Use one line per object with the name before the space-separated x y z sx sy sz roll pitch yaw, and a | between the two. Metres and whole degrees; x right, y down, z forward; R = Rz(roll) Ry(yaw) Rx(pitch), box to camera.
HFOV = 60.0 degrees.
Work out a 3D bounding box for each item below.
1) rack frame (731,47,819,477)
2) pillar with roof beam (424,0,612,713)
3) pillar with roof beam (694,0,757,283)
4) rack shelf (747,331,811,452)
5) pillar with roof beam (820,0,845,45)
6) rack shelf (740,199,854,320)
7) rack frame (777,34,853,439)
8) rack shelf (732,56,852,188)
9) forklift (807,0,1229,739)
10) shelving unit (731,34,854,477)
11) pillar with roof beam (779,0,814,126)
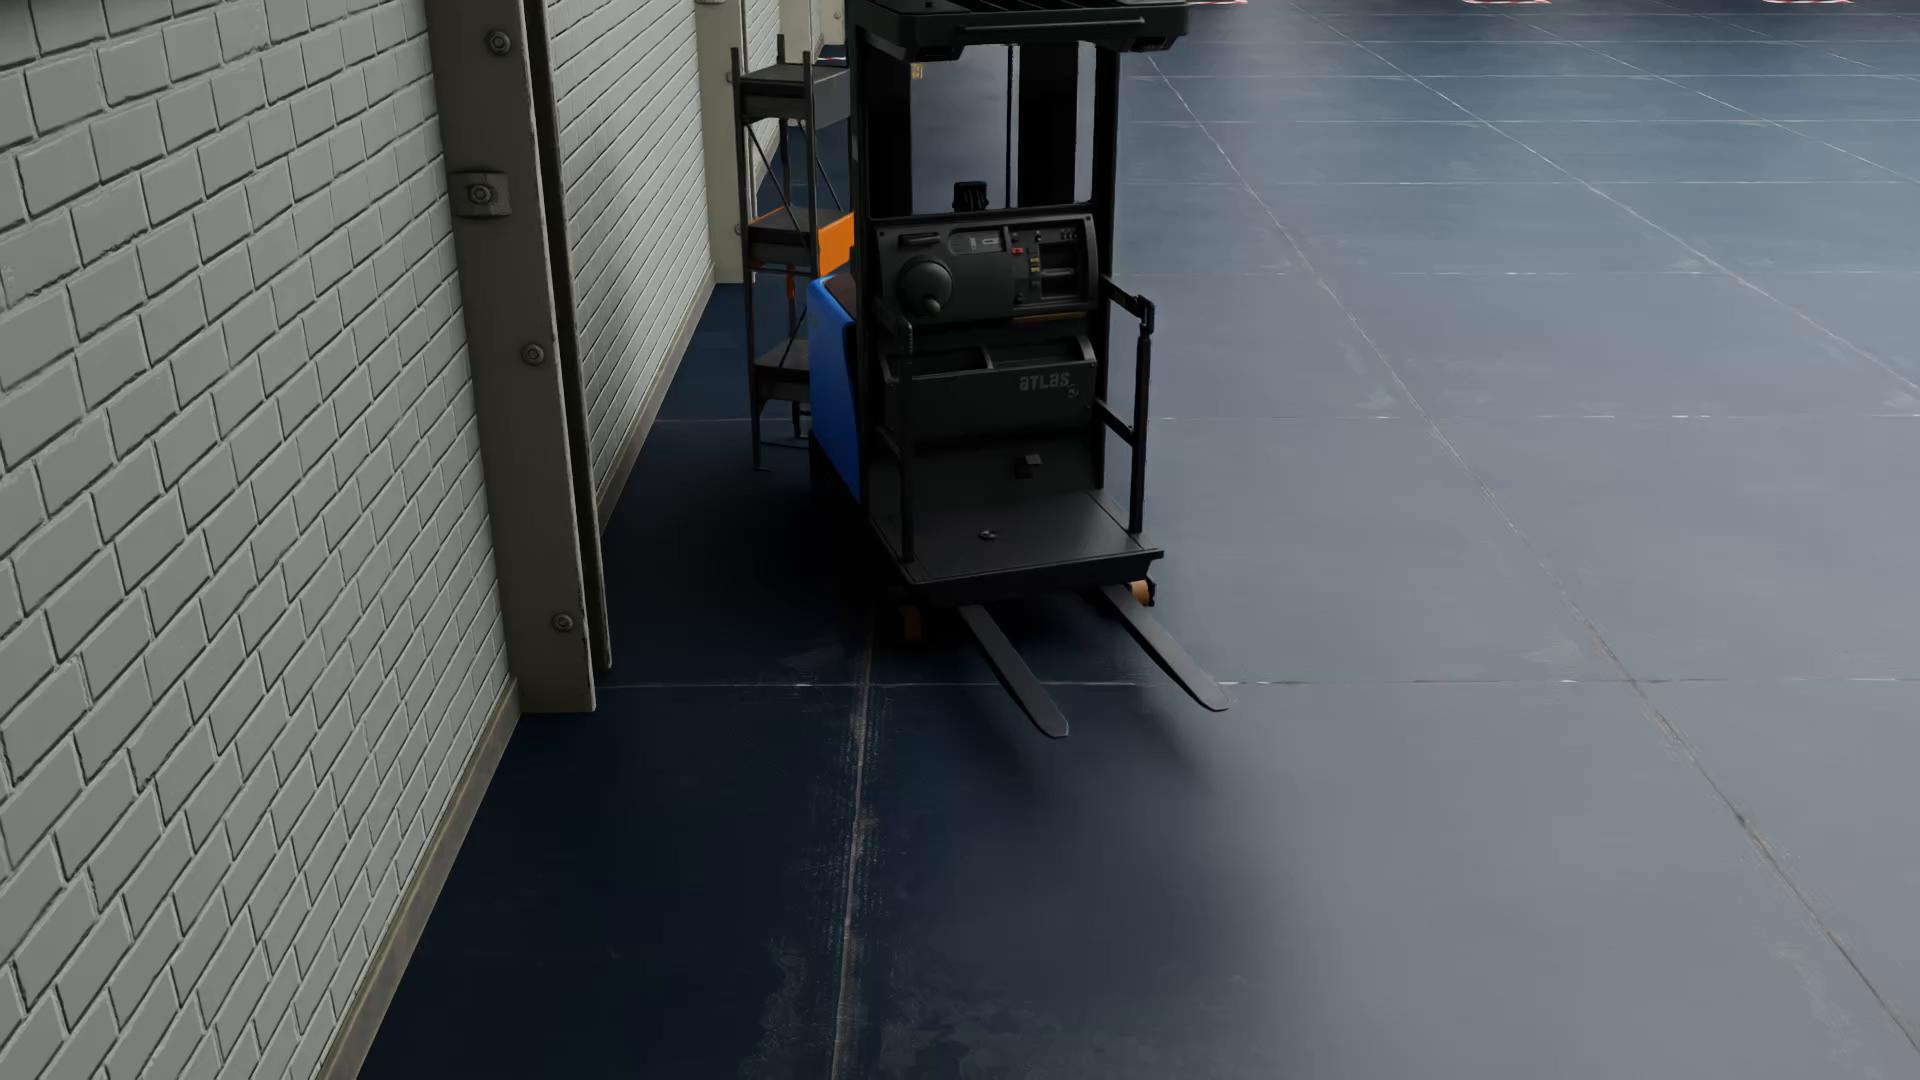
rack frame | -0.870 -1.296 8.065 0.400 2.100 0.015 8 26 18
pillar with roof beam | 2.758 -3.548 4.675 9.100 9.000 0.400 0 24 -1
pillar with roof beam | 2.693 -6.021 10.142 9.100 9.000 0.400 0 24 -1
rack shelf | -0.786 -0.740 8.568 0.431 0.518 0.480 8 26 18
pillar with roof beam | 2.562 -10.965 21.075 9.100 9.000 0.400 0 24 -1
rack shelf | -0.787 -1.378 8.280 0.431 0.518 0.480 8 26 18
rack frame | -0.703 -1.485 8.483 0.400 2.100 0.015 8 26 18
rack shelf | -0.787 -2.016 7.992 0.431 0.518 0.480 8 26 18
forklift | 0.182 -1.090 6.602 1.130 2.935 3.031 -7 25 -16
shelving unit | -0.787 -1.390 8.274 0.431 2.100 0.503 8 26 18
pillar with roof beam | 2.627 -8.493 15.608 9.100 9.000 0.400 0 24 -1
